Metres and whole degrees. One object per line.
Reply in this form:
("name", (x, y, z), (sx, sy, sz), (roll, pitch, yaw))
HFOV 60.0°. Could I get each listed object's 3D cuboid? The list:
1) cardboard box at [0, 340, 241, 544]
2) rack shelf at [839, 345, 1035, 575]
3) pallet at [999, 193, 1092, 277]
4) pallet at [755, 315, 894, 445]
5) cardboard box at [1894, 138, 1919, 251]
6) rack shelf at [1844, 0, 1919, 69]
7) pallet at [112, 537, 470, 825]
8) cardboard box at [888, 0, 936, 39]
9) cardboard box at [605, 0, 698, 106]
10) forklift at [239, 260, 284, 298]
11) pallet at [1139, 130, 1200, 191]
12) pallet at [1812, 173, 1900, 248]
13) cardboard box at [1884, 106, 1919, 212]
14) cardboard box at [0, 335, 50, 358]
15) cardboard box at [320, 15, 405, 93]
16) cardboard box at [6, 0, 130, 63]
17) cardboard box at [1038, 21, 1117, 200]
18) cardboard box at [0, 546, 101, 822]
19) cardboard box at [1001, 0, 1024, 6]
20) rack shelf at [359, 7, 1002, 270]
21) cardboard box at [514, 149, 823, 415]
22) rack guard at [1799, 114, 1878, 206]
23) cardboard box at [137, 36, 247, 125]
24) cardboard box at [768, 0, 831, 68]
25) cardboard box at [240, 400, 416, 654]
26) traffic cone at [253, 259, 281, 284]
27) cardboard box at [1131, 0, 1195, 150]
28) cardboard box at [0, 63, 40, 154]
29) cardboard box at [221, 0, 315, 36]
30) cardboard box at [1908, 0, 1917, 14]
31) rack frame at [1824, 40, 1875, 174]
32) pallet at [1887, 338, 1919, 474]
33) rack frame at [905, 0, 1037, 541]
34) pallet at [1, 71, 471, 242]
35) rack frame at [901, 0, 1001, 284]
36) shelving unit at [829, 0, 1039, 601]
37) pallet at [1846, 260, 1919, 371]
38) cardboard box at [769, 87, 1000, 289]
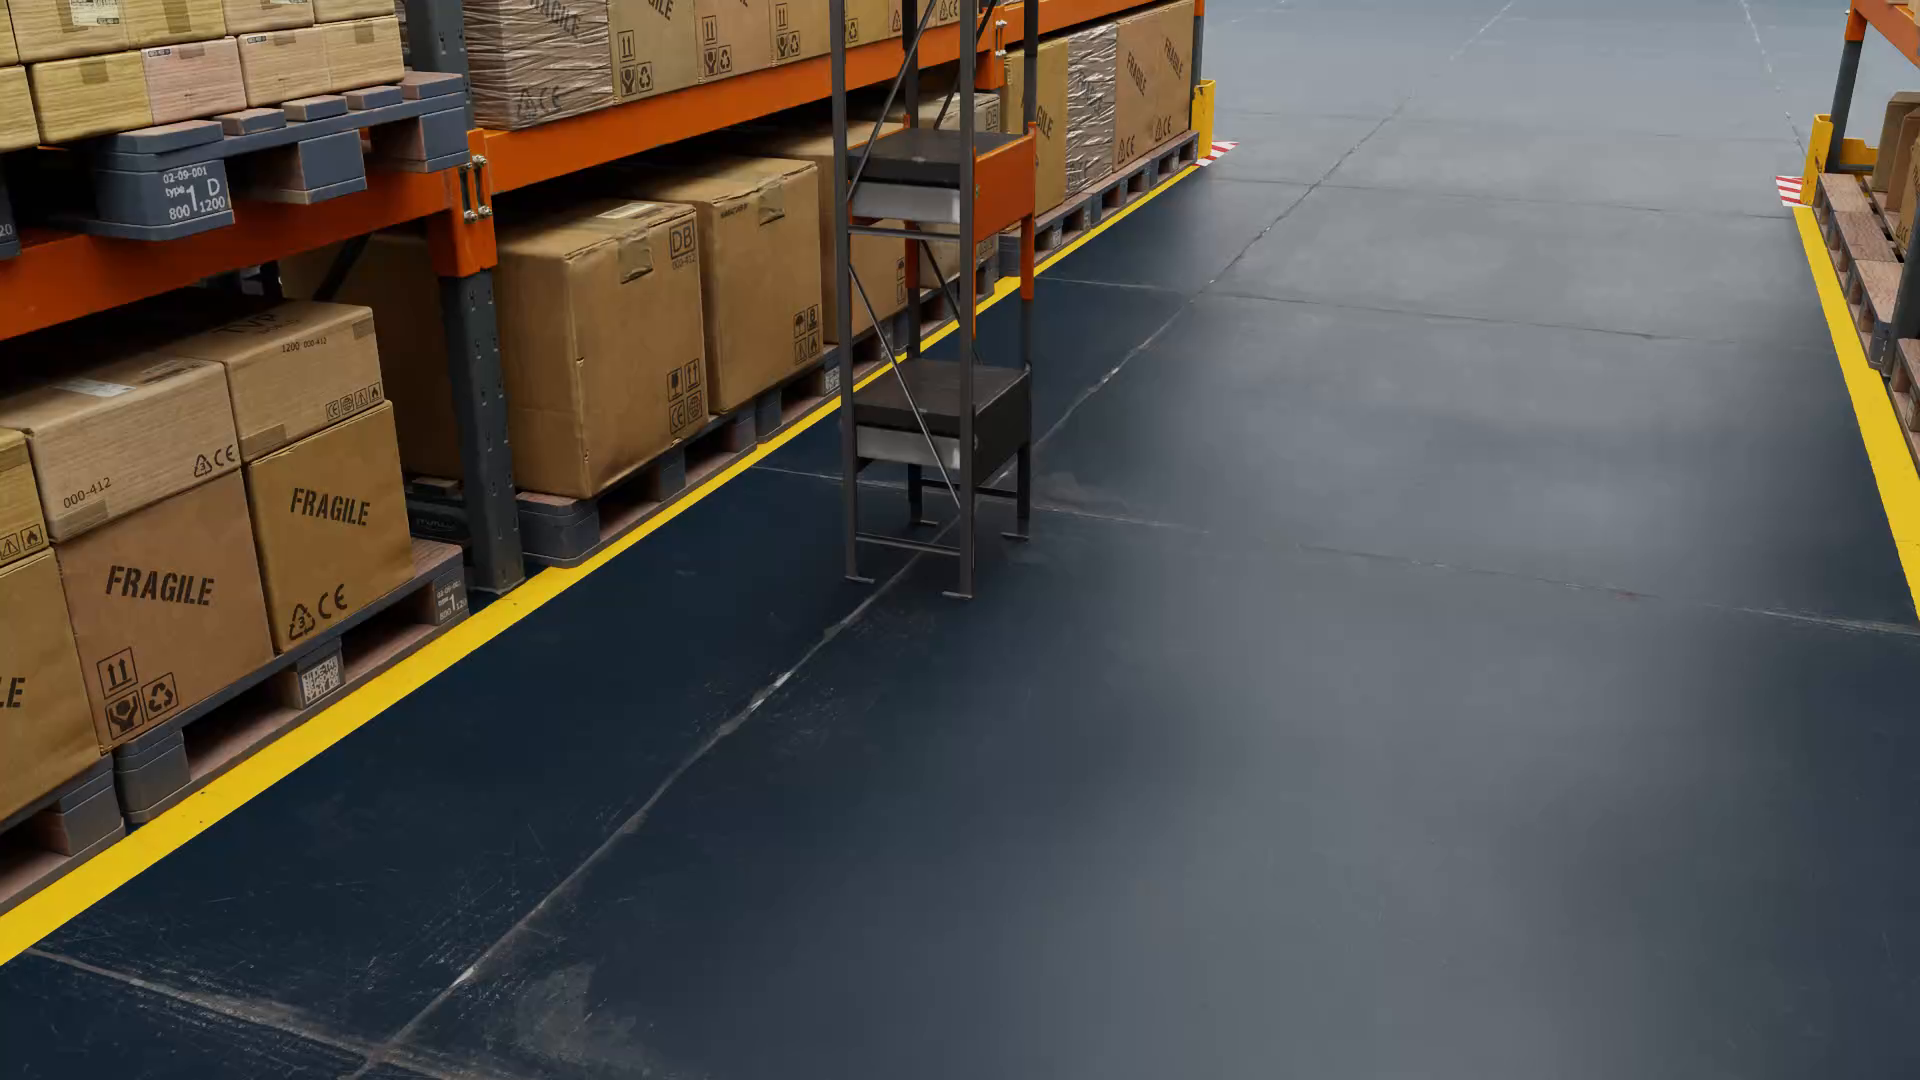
("cardboard box", (-1.966, -0.230, 3.633), (0.500, 0.250, 0.500), (9, 24, 21))
("rack shelf", (-0.061, -0.251, 4.979), (0.431, 0.518, 0.480), (9, 24, 20))
("pallet", (0.063, -1.713, 9.078), (1.003, 0.211, 1.213), (9, 24, 20))
("pallet", (-0.960, -0.728, 6.718), (1.003, 0.211, 1.213), (9, 24, 20))
("cardboard box", (4.825, -1.610, 7.911), (0.500, 0.500, 0.500), (7, 24, 15))
("rack shelf", (5.019, -2.377, 7.982), (1.077, 0.370, 4.000), (9, 24, 20))
("pallet", (-2.069, 0.258, 4.358), (1.003, 0.211, 1.213), (9, 24, 20))
("cardboard box", (-0.425, -2.380, 6.925), (0.500, 0.500, 0.500), (9, 24, 19))
("cardboard box", (-1.174, -1.658, 5.199), (0.500, 0.500, 0.500), (9, 24, 20))
("forklift", (-3.286, -1.949, 6.112), (1.130, 2.935, 3.031), (8, 24, 18))
("pallet", (0.970, -2.587, 11.169), (1.003, 0.211, 1.213), (9, 24, 20))
("pallet", (5.399, -1.825, 9.345), (1.003, 0.211, 1.213), (9, 24, 20))
("cardboard box", (5.324, -2.025, 8.904), (0.500, 0.500, 0.500), (16, 28, 34))
("cardboard box", (-2.447, -0.301, 3.803), (0.500, 0.250, 0.500), (8, 24, 19))
("cardboard box", (-1.534, -1.143, 3.876), (0.380, 0.149, 0.250), (9, 24, 21))
("cardboard box", (-1.825, -1.001, 3.150), (0.380, 0.149, 0.250), (9, 24, 20))
("cardboard box", (0.338, -2.491, 9.533), (0.875, 0.875, 0.875), (9, 24, 20))
("cardboard box", (-2.157, 0.302, 3.334), (0.500, 0.500, 0.500), (8, 24, 18))
("cardboard box", (-0.166, -2.942, 8.207), (0.875, 0.550, 0.550), (9, 24, 20))
("rack shelf", (-1.035, -1.692, 6.341), (1.077, 0.370, 4.000), (9, 24, 20))
("cardboard box", (-1.146, -0.982, 6.083), (1.050, 0.750, 0.750), (9, 24, 21))
("rack guard", (5.733, -2.244, 9.973), (1.175, 0.500, 0.348), (9, 24, 20))
("cardboard box", (-1.723, -0.963, 3.444), (0.380, 0.149, 0.250), (9, 24, 21))
("cardboard box", (-0.799, -2.017, 6.057), (0.500, 0.500, 0.500), (9, 24, 19))
("cardboard box", (-1.779, -0.075, 4.237), (0.500, 0.500, 0.500), (9, 24, 20))
("traffic cone", (-3.265, -1.350, 7.882), (0.336, 0.463, 0.334), (9, 24, 20))
("cardboard box", (1.004, -3.132, 11.068), (0.875, 0.875, 0.875), (9, 24, 20))
("cardboard box", (-1.917, -0.777, 3.000), (0.380, 0.149, 0.250), (8, 24, 18))
("cardboard box", (-1.636, -1.185, 3.591), (0.380, 0.149, 0.250), (10, 25, 22))
("cardboard box", (4.654, -2.531, 7.743), (0.380, 0.149, 0.250), (9, 24, 20))
("rack frame", (5.762, -3.424, 9.556), (1.000, 3.000, 0.127), (9, 24, 20))
("pallet", (3.988, -0.427, 5.999), (1.003, 0.211, 1.213), (9, 24, 20))
("rack frame", (0.029, -0.997, 4.913), (0.400, 2.100, 0.015), (9, 24, 20))
("pallet", (-1.943, -0.949, 3.879), (1.213, 0.211, 1.003), (9, 24, 20))
("rack frame", (-0.292, -2.739, 7.916), (1.000, 3.000, 0.127), (9, 24, 20))
("shelving unit", (-0.061, -0.910, 4.703), (0.431, 2.100, 0.503), (9, 24, 20))
("pallet", (4.492, -0.952, 7.254), (1.003, 0.211, 1.213), (9, 24, 20))
("cardboard box", (-0.439, -1.660, 7.706), (1.050, 0.750, 0.750), (9, 24, 20))
